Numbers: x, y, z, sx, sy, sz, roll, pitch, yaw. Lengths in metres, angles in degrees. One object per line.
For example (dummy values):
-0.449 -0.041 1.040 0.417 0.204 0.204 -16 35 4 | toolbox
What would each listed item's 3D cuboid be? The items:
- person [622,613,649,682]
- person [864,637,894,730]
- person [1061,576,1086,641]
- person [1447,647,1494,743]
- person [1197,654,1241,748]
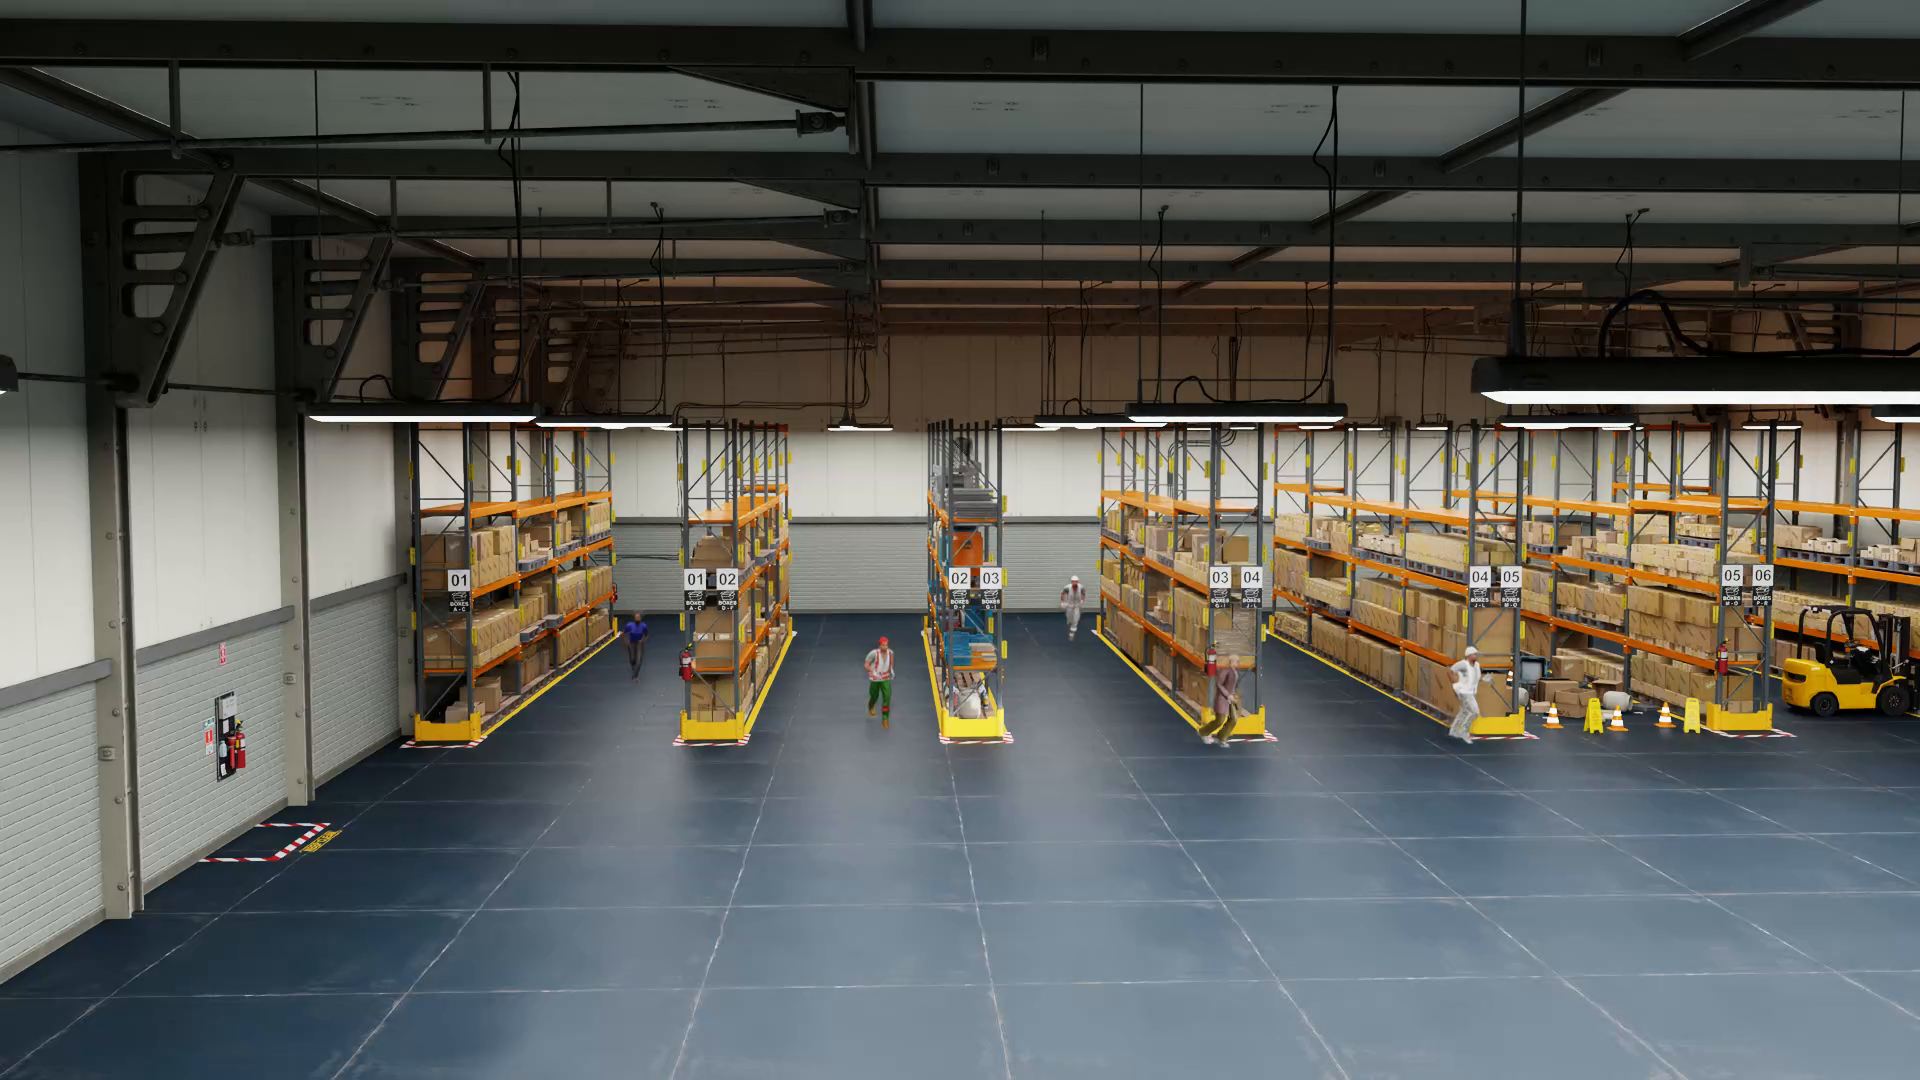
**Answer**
-7.495 2.483 38.419 0.614 1.608 0.653 -1 4 -13 | person
-1.584 2.760 32.561 0.658 1.773 1.135 -1 4 -20 | person
2.992 1.785 43.891 0.655 1.720 0.843 -1 4 -9 | person
9.432 2.878 30.831 0.794 1.813 0.677 4 5 44 | person
4.784 2.938 30.476 0.854 1.743 0.693 3 5 42 | person
